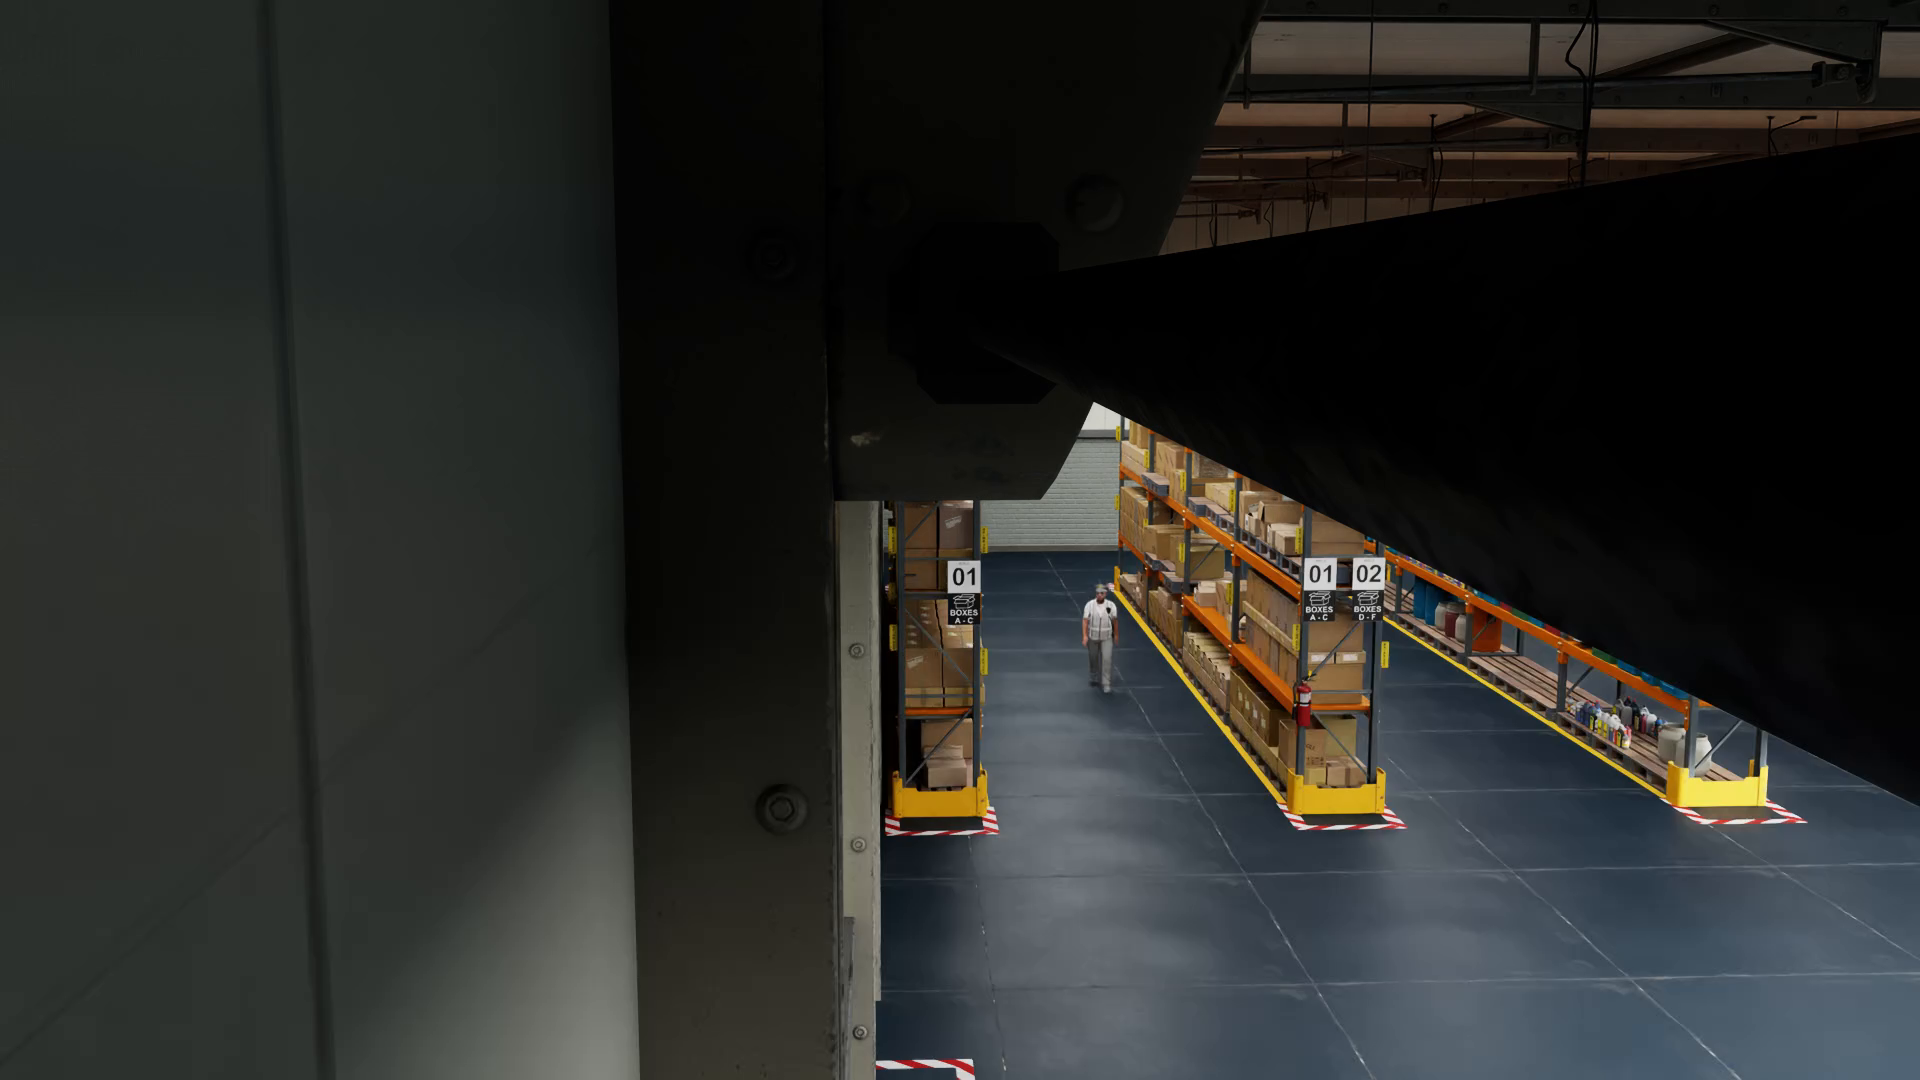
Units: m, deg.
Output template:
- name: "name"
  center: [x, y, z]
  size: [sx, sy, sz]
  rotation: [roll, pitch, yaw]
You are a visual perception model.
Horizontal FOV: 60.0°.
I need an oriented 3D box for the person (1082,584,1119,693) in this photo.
- name: "person"
  center: [2.291, 1.560, 27.132]
  size: [0.593, 1.708, 1.083]
  rotation: [1, 8, 6]
